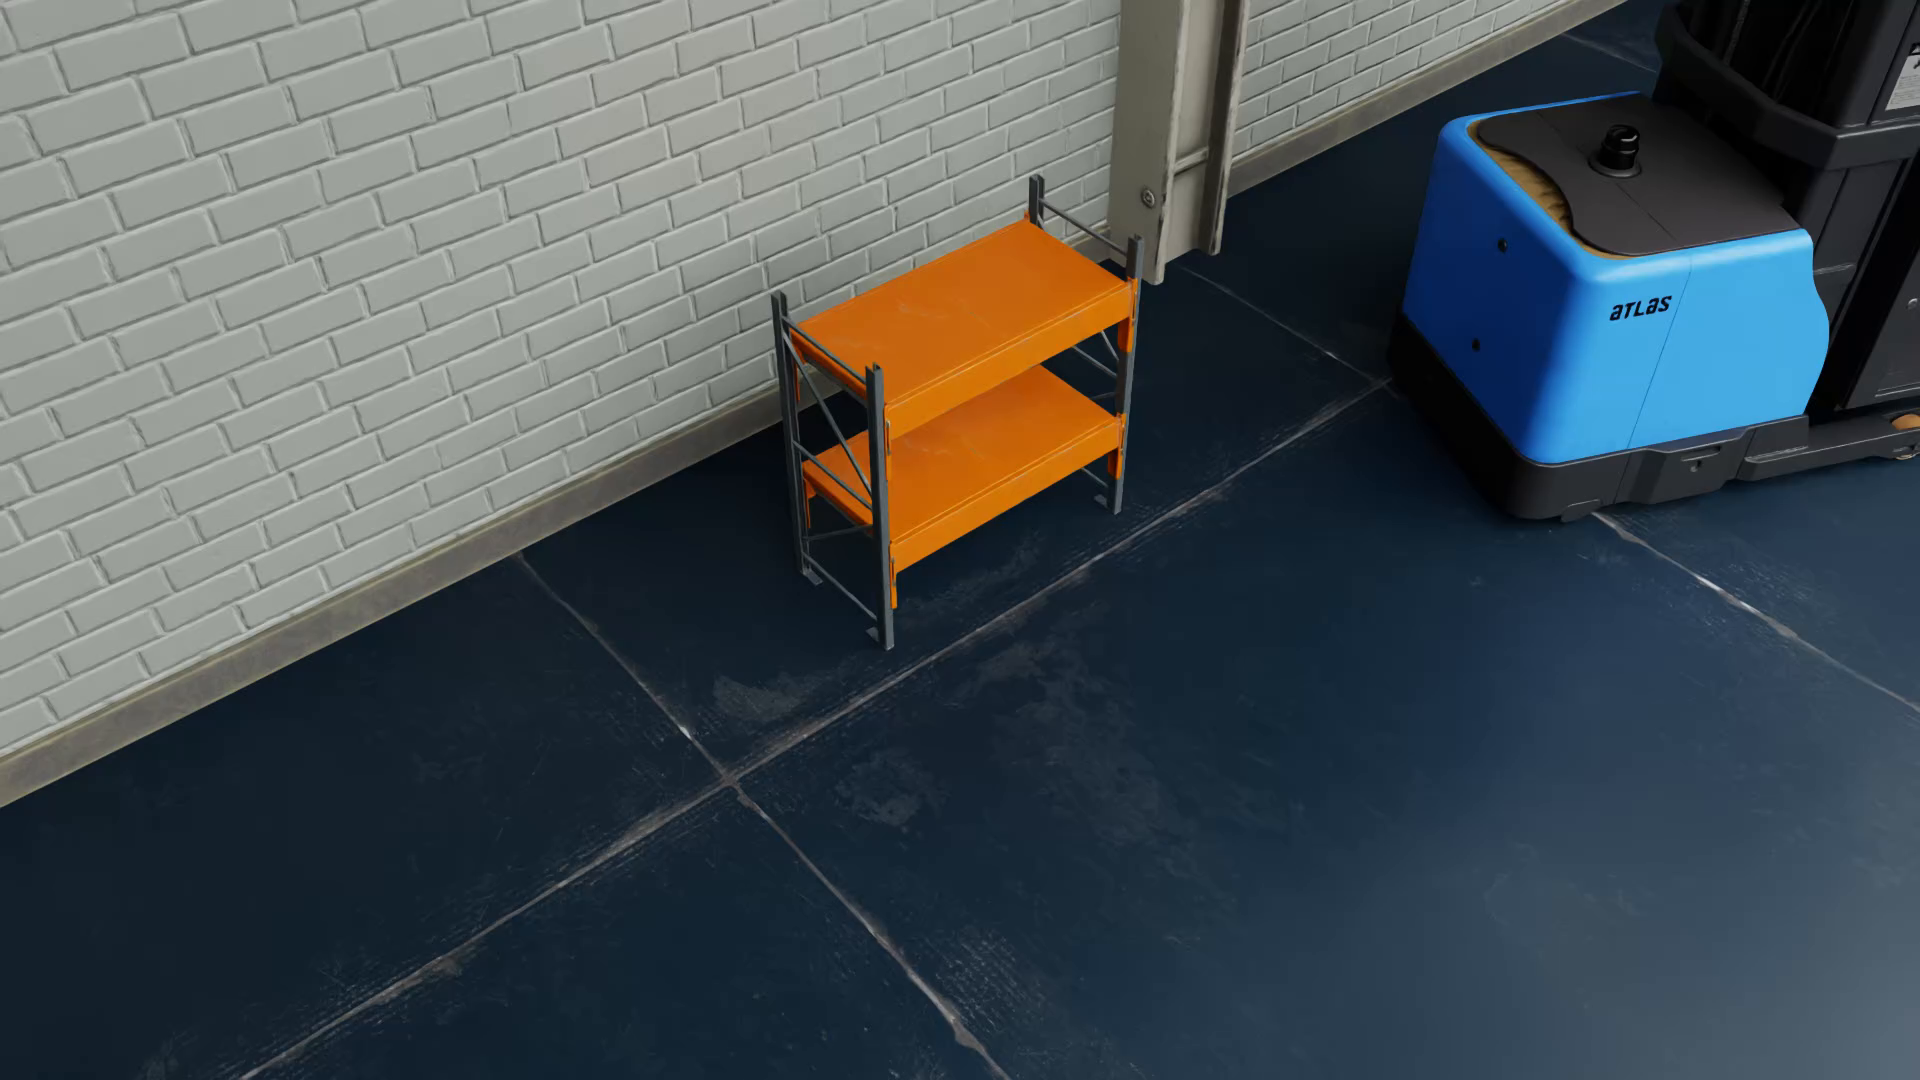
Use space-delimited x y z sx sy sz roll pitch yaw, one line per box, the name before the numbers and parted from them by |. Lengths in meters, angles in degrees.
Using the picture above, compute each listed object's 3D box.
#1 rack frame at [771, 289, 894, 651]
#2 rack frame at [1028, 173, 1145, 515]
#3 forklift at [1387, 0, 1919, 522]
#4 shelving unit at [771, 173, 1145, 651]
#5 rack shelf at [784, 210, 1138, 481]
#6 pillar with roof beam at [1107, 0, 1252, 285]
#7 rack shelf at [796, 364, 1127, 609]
rack frame | -0.385 -0.190 5.130 0.032 1.125 0.500 -30 51 -28
rack frame | 0.395 -0.636 5.606 0.032 1.125 0.500 -30 51 -28
forklift | 3.214 -1.699 5.418 3.031 2.935 1.130 -11 44 -12
shelving unit | 0.005 -0.413 5.368 1.048 1.125 0.538 -30 51 -28
rack shelf | 0.005 -0.626 5.168 1.000 0.278 0.538 -30 51 -28
pillar with roof beam | 3.619 -2.237 1.558 0.400 9.000 9.100 -30 51 -28
rack shelf | 0.005 -0.235 5.535 1.000 0.278 0.538 -30 51 -28
